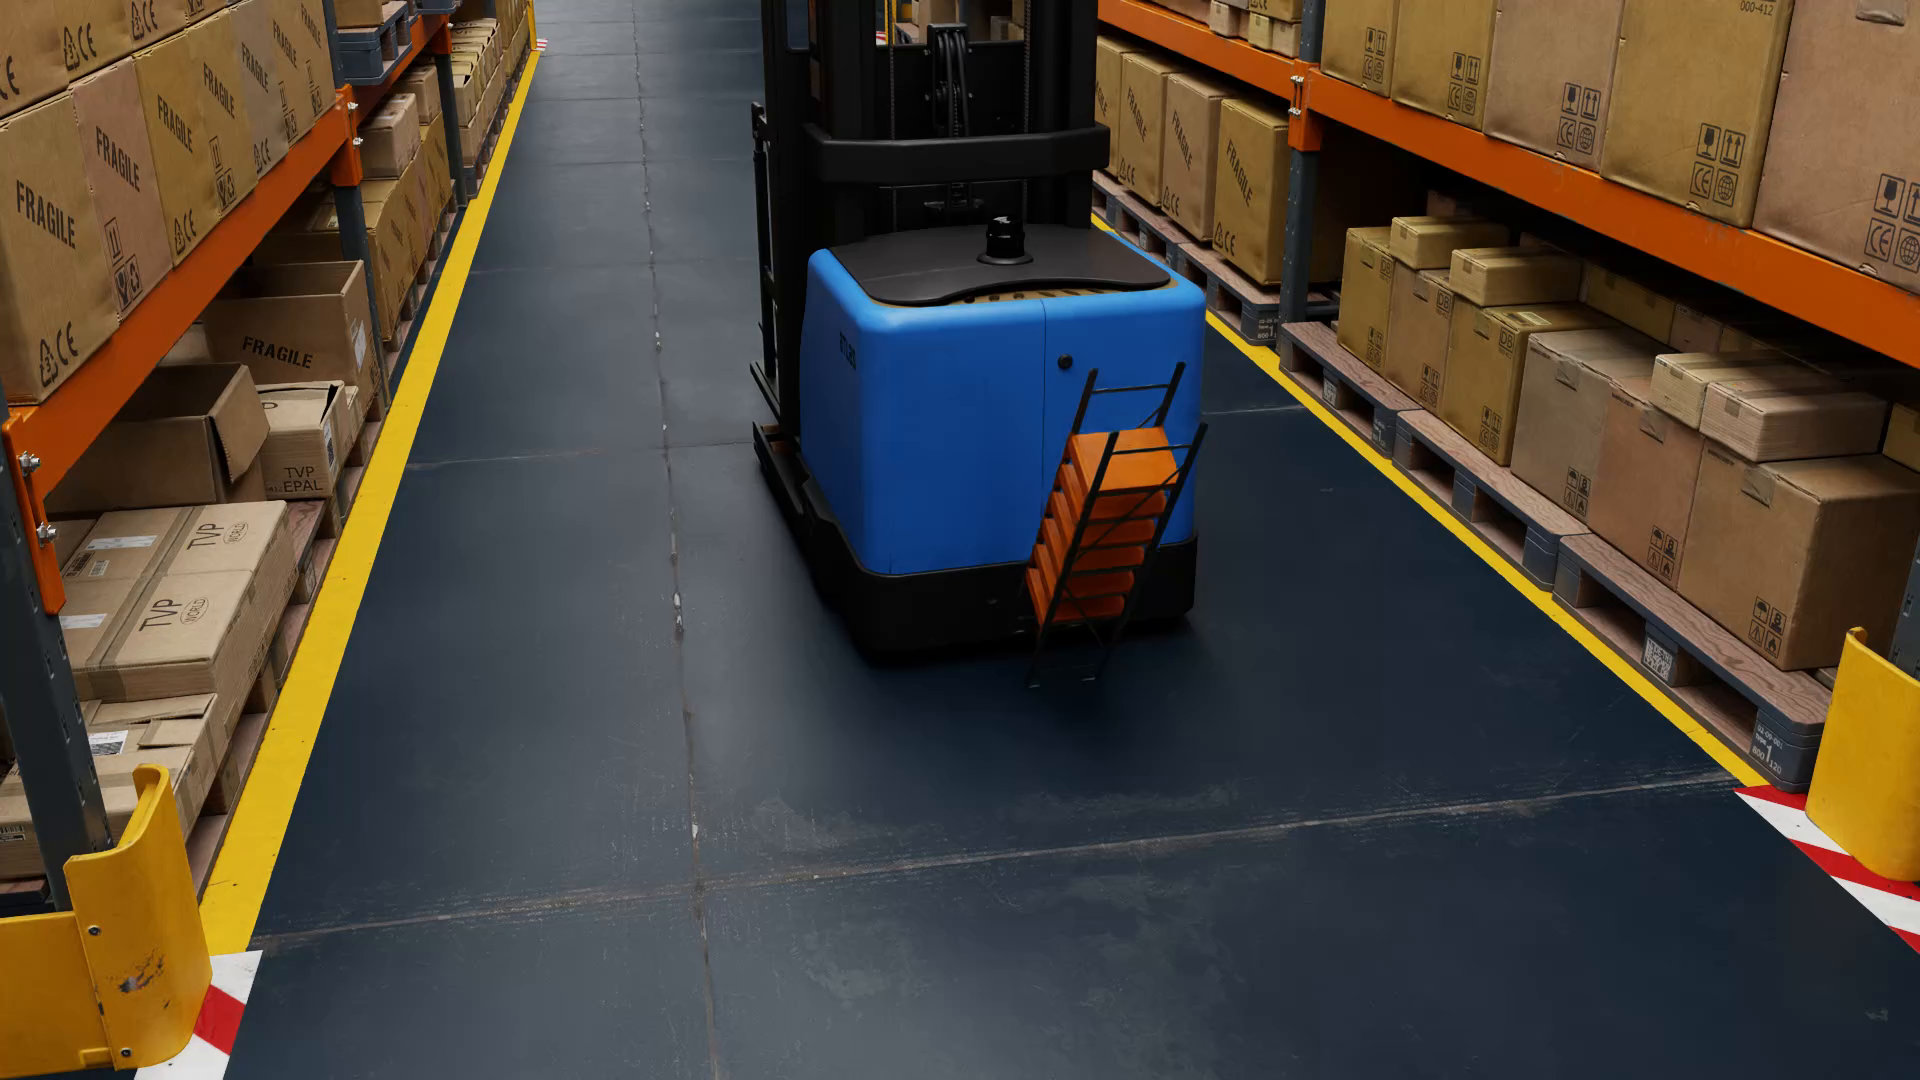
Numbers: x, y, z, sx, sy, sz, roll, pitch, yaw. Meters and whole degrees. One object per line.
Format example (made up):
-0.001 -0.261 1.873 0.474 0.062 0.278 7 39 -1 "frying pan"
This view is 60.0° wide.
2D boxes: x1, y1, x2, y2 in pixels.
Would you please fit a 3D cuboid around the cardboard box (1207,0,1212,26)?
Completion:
1.470 -2.669 8.402 0.380 0.149 0.250 -4 24 -10 "cardboard box"

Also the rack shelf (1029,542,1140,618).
0.333 0.095 4.484 0.258 0.103 0.180 -6 57 -14 "rack shelf"

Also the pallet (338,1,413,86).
-2.938 -2.126 7.110 1.003 0.211 1.213 -4 24 -10 "pallet"

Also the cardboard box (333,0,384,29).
-2.765 -2.333 6.694 0.700 0.500 0.500 -13 27 -27 "cardboard box"

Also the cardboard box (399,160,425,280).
-2.942 -1.562 8.152 0.500 0.500 0.500 -4 24 -9 "cardboard box"

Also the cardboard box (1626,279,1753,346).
2.466 -0.763 5.536 0.380 0.149 0.250 -4 24 -9 "cardboard box"

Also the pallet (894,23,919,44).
-0.119 -5.350 17.735 1.003 0.211 1.213 -4 24 -10 "pallet"

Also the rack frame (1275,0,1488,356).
1.970 -2.260 7.176 1.000 3.000 0.127 -4 24 -10 "rack frame"

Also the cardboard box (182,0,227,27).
-2.267 -1.618 4.333 0.500 0.500 0.500 -5 24 -10 "cardboard box"

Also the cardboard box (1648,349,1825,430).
2.232 -0.436 4.788 0.380 0.149 0.250 -4 24 -8 "cardboard box"

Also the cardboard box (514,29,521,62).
-4.339 -4.569 15.376 0.500 0.250 0.500 -4 24 -10 "cardboard box"

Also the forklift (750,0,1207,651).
-0.166 -1.583 5.713 1.130 2.935 3.031 -6 24 -14 "forklift"

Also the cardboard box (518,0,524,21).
-4.525 -5.306 16.126 0.500 0.500 0.500 -4 24 -10 "cardboard box"

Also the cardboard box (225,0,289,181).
-2.359 -1.355 4.980 0.500 0.500 0.500 -4 24 -9 "cardboard box"

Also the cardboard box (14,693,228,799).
-1.943 0.490 3.870 0.380 0.166 0.250 -4 24 -10 "cardboard box"

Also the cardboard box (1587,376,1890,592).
2.390 -0.198 5.054 0.700 0.500 0.500 -4 24 -10 "cardboard box"

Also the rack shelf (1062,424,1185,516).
0.400 -0.174 4.092 0.258 0.103 0.180 -6 57 -14 "rack shelf"

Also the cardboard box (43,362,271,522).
-2.545 -0.210 5.053 0.797 0.503 0.637 -4 24 -10 "cardboard box"

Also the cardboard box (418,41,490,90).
-3.738 -3.491 12.205 0.500 0.311 0.500 -5 24 -10 "cardboard box"

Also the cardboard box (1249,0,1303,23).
1.637 -2.614 7.465 0.500 0.500 0.500 -5 24 -11 "cardboard box"

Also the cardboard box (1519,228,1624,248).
2.325 -1.063 6.224 0.380 0.149 0.250 -5 24 -11 "cardboard box"

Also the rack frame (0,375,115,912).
-2.157 -0.318 2.731 1.000 3.000 0.127 -4 24 -10 "rack frame"

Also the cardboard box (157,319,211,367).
-3.032 -0.680 6.368 0.500 0.311 0.500 -4 24 -10 "cardboard box"

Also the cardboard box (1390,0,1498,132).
2.184 -1.895 5.966 0.980 0.700 0.700 -5 24 -11 "cardboard box"

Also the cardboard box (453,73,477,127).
-3.445 -2.882 10.811 0.500 0.311 0.500 -4 24 -8 "cardboard box"

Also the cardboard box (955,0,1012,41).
0.260 -4.868 15.721 0.500 0.500 0.500 -6 24 -14 "cardboard box"

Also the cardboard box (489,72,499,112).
-3.828 -3.429 12.763 0.500 0.250 0.500 -4 24 -9 "cardboard box"

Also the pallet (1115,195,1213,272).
1.525 -1.760 9.517 1.003 0.211 1.213 -4 24 -10 "pallet"

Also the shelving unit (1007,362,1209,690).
0.356 0.003 4.350 0.258 1.200 0.189 -6 57 -14 "shelving unit"

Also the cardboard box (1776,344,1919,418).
2.607 -0.463 4.851 0.380 0.149 0.250 -4 24 -10 "cardboard box"

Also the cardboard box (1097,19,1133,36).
1.003 -3.741 12.204 0.500 0.250 0.500 -4 24 -9 "cardboard box"

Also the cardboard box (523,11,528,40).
-4.622 -5.159 16.725 0.500 0.250 0.500 -4 24 -10 "cardboard box"

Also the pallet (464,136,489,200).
-3.751 -2.514 11.242 1.003 0.211 1.213 -4 24 -10 "pallet"

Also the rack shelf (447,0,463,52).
-4.007 -3.922 11.881 1.077 0.370 4.000 -4 24 -10 "rack shelf"

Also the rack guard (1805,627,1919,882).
2.714 0.469 4.052 1.175 0.500 0.348 -4 24 -10 "rack guard"

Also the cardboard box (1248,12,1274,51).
1.560 -2.363 7.702 0.380 0.149 0.250 -4 24 -9 "cardboard box"

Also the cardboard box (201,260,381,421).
-2.513 -0.744 6.280 0.500 0.500 0.500 -4 24 -10 "cardboard box"

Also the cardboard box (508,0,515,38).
-4.255 -4.716 14.774 0.500 0.500 0.500 -4 24 -10 "cardboard box"

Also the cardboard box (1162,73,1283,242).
1.555 -2.062 8.885 0.750 0.750 0.750 -4 24 -8 "cardboard box"

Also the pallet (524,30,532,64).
-4.934 -5.036 17.017 1.003 0.211 1.213 -4 24 -10 "pallet"

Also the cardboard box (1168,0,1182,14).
1.358 -2.978 9.109 0.380 0.149 0.250 -4 24 -9 "cardboard box"

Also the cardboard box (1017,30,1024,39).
0.843 -3.771 13.210 0.700 0.500 0.500 -4 24 -9 "cardboard box"

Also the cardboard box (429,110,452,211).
-3.233 -2.170 9.545 0.500 0.500 0.500 -3 24 -8 "cardboard box"

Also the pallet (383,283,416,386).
-3.085 -0.931 7.617 1.003 0.211 1.213 -4 24 -10 "pallet"

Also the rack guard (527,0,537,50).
-5.121 -5.475 17.662 1.175 0.500 0.348 -4 24 -10 "rack guard"

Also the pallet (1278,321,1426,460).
2.034 -0.677 7.036 1.003 0.211 1.213 -4 24 -10 "pallet"

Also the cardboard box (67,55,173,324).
-2.081 -0.761 3.619 0.500 0.500 0.500 -5 24 -10 "cardboard box"

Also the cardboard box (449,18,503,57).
-4.020 -4.089 13.576 0.500 0.311 0.500 -4 24 -10 "cardboard box"

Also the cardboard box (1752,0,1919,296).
2.606 -1.024 3.971 0.980 0.700 0.700 -3 24 -7 "cardboard box"

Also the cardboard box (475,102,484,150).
-3.539 -2.823 11.376 0.500 0.250 0.500 -5 24 -11 "cardboard box"

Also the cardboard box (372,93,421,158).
-3.025 -2.090 8.424 0.500 0.250 0.500 -5 24 -11 "cardboard box"

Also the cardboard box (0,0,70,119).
-1.980 -1.016 2.955 0.500 0.500 0.500 -4 24 -8 "cardboard box"

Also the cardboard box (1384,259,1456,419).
2.098 -0.807 6.448 0.700 0.500 0.500 -5 24 -10 "cardboard box"

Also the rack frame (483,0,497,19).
-4.376 -5.038 13.538 1.000 3.000 0.127 -4 24 -10 "rack frame"

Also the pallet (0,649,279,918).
-2.320 0.617 4.075 1.003 0.211 1.213 -4 24 -10 "pallet"
